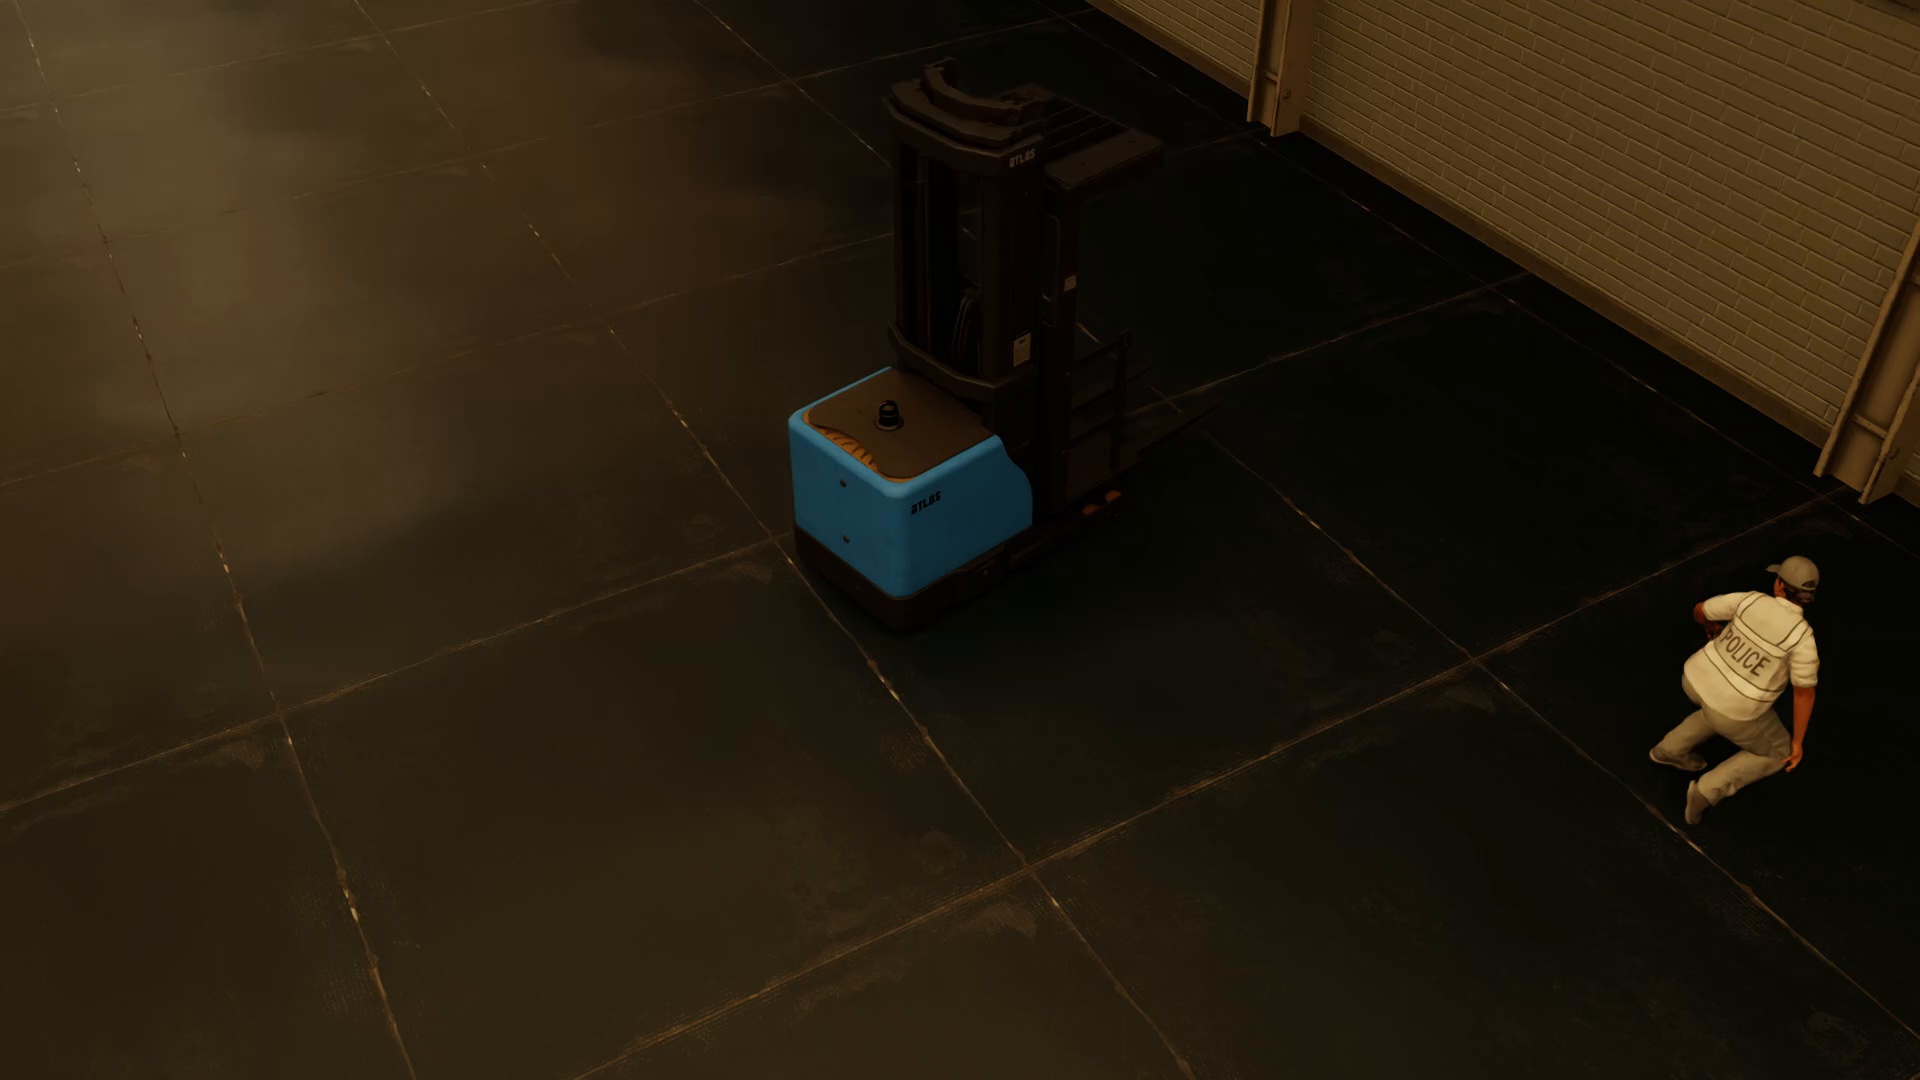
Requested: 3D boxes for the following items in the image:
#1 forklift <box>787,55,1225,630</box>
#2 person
[{"bbox_3d":[0.427,-1.418,9.746,3.031,2.935,1.130,-30,48,-31],"label":"forklift"},{"bbox_3d":[3.900,0.776,8.281,0.510,1.508,0.884,-12,41,-15],"label":"person"}]
